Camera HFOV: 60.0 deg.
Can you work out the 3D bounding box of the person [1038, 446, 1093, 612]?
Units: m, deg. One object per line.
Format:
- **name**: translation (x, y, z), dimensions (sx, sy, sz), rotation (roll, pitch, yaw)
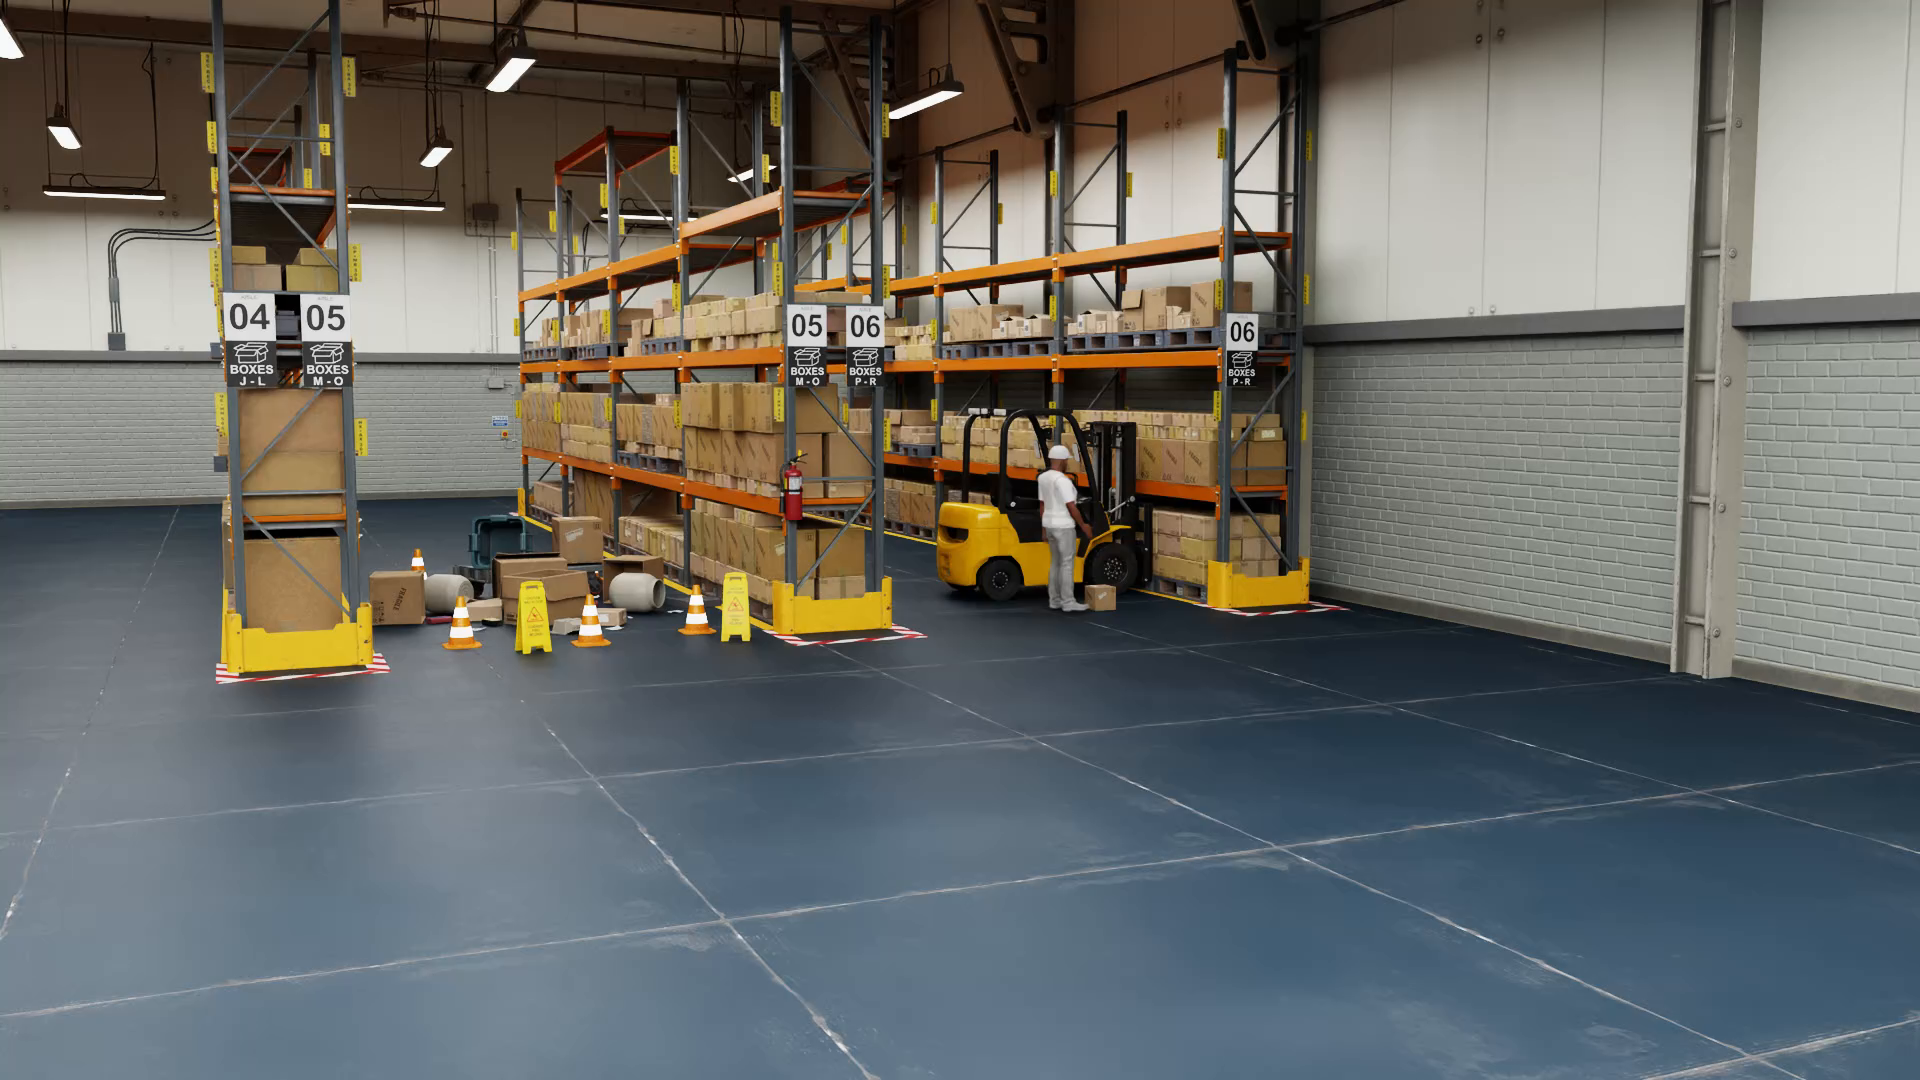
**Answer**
- **person**: translation (1.117, -0.118, 17.814), dimensions (0.474, 1.786, 0.583), rotation (-2, 6, -23)
